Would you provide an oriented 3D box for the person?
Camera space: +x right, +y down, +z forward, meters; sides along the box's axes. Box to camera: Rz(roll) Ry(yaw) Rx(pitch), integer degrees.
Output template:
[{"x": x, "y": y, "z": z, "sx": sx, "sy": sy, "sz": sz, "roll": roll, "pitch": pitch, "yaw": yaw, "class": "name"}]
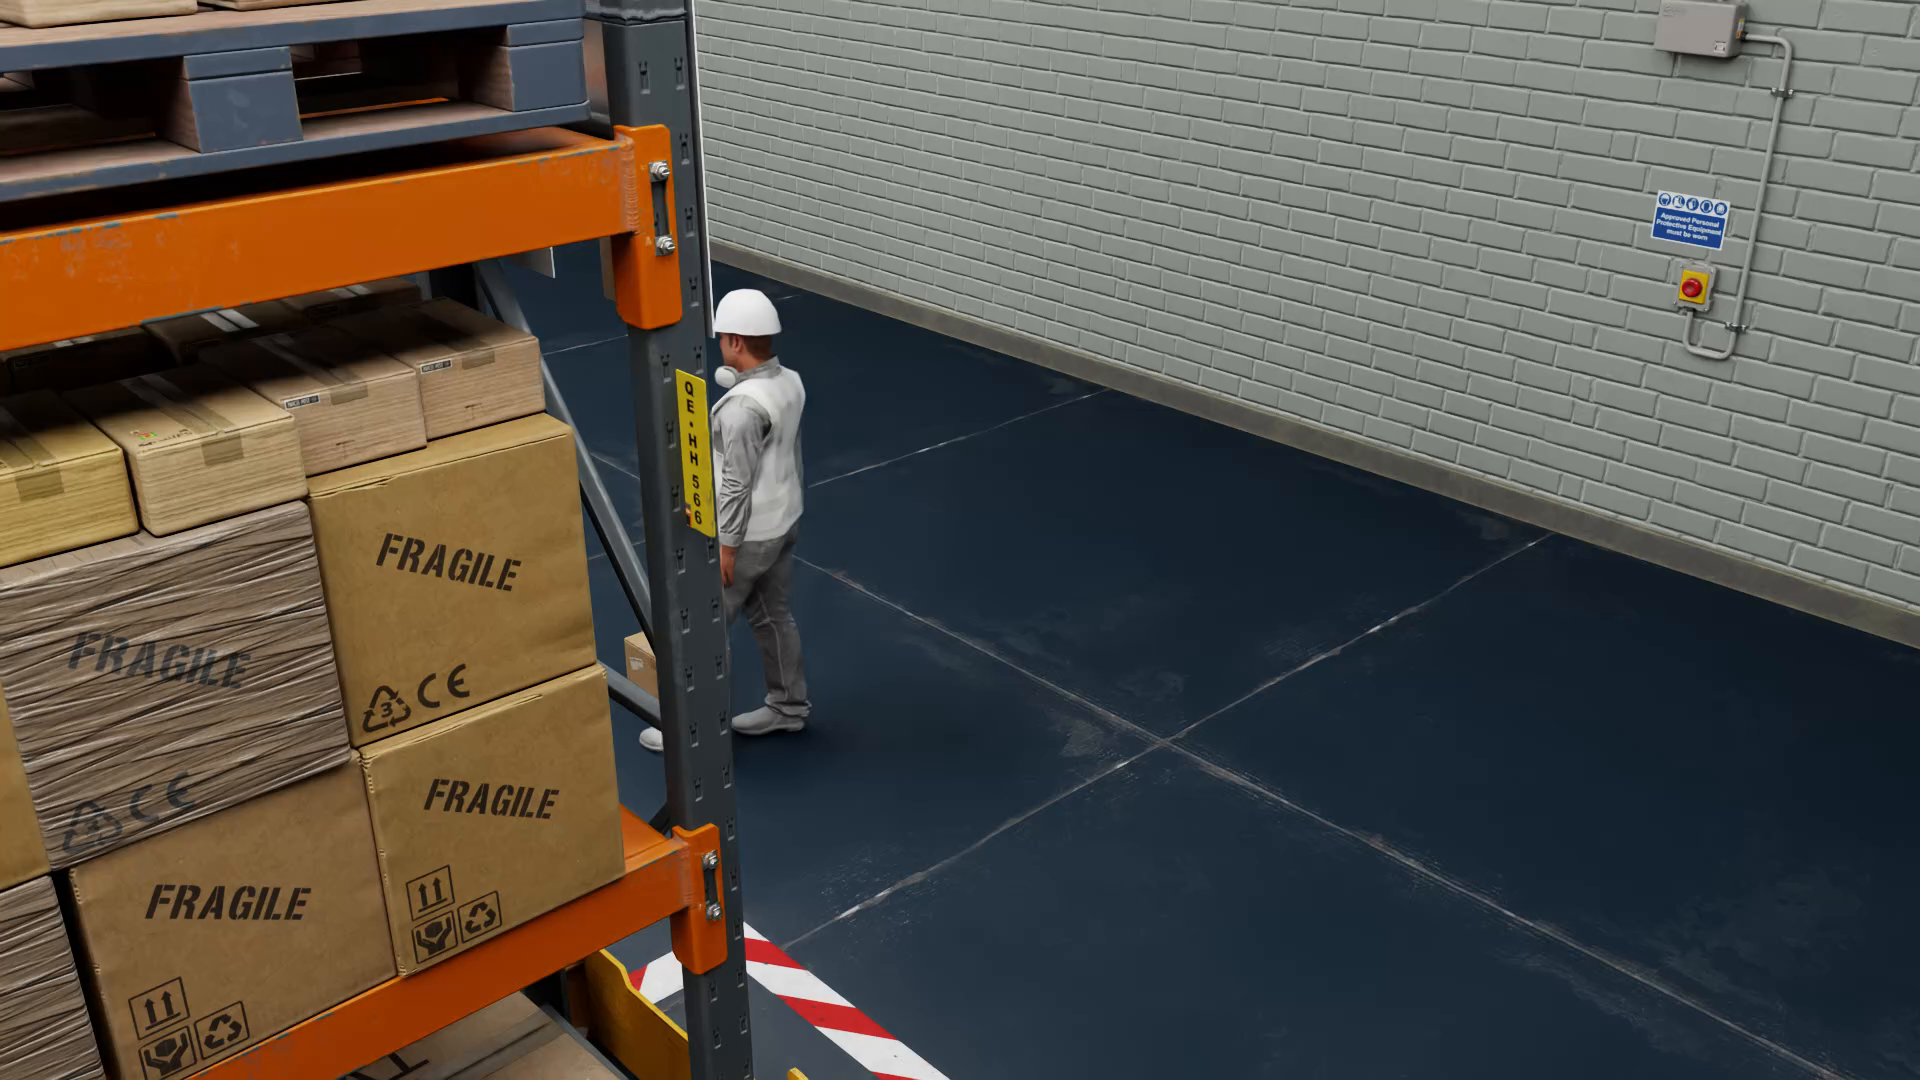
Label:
[{"x": -0.892, "y": -0.070, "z": 6.220, "sx": 0.614, "sy": 1.768, "sz": 0.568, "roll": 6, "pitch": 25, "yaw": 13, "class": "person"}]
